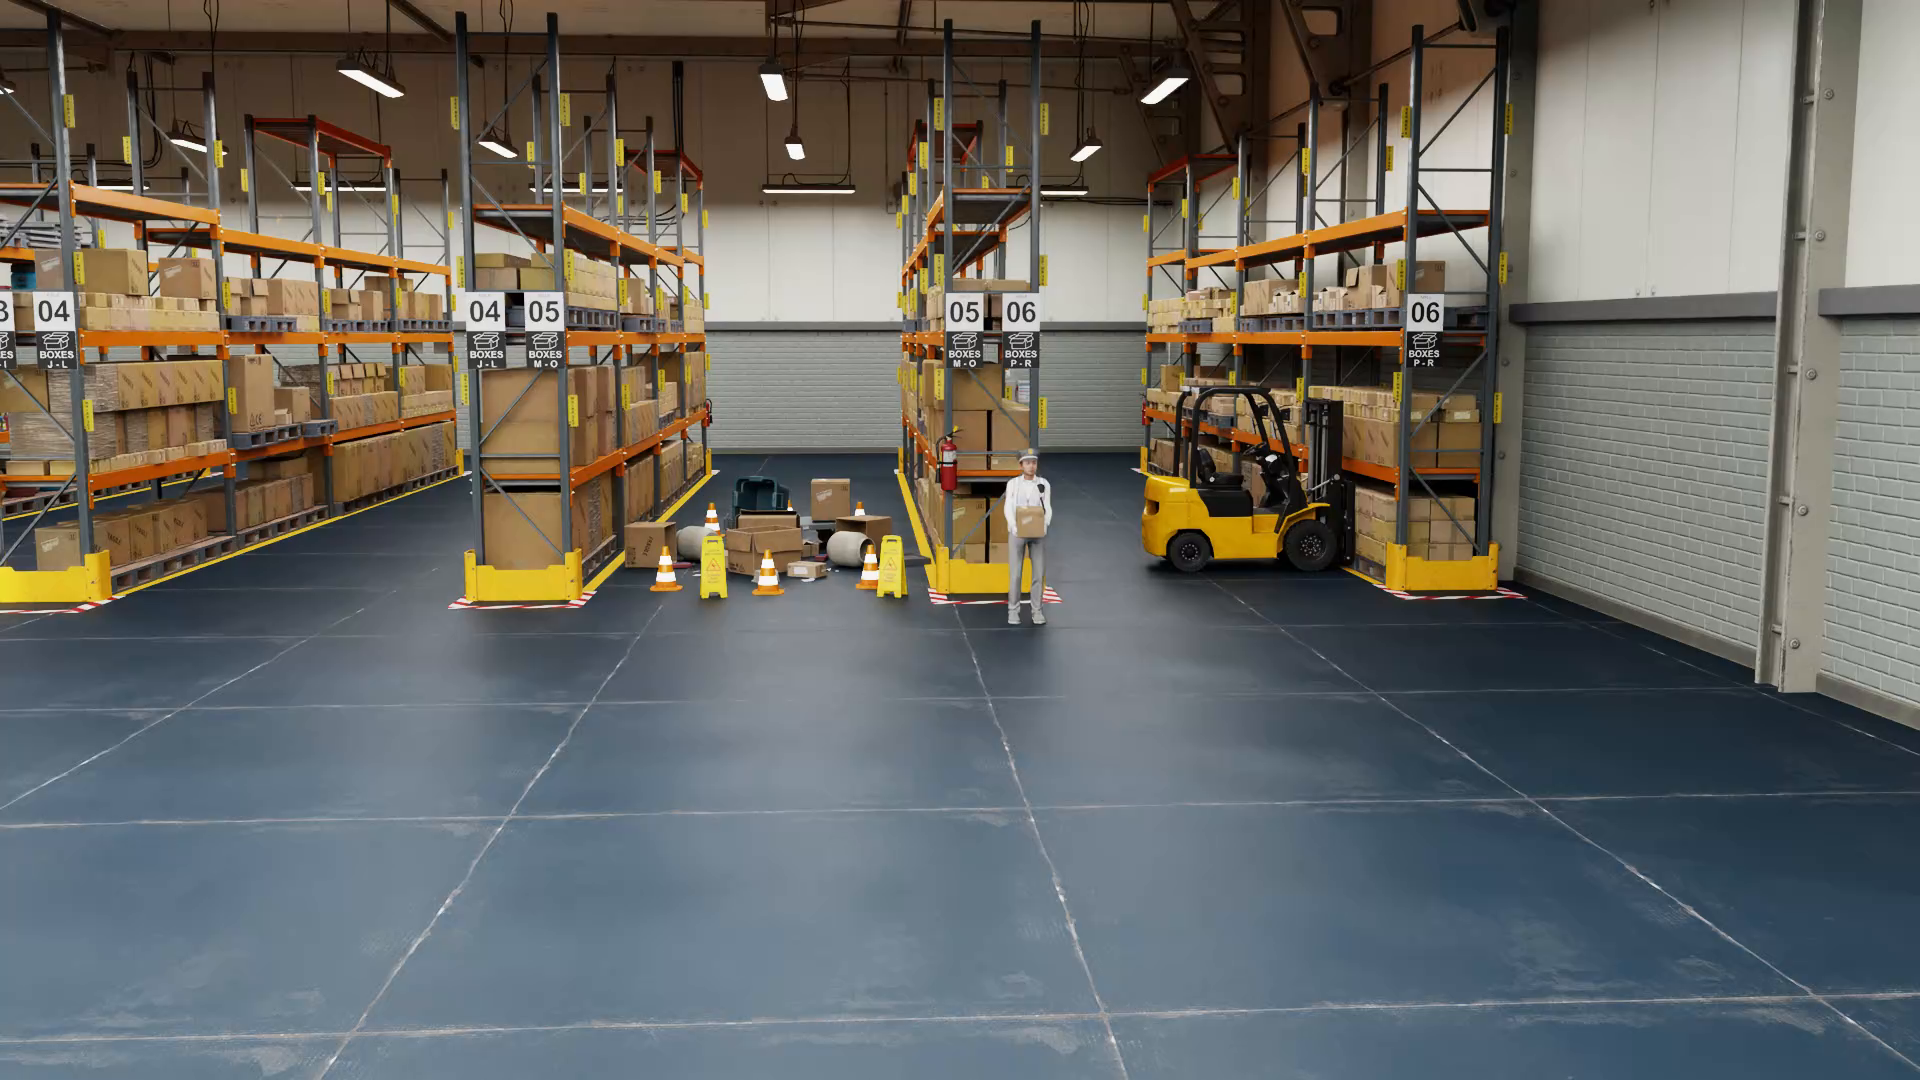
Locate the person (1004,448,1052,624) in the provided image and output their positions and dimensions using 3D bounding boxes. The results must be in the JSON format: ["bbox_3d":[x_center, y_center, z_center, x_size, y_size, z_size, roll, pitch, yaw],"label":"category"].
[{"bbox_3d":[0.654,-0.036,15.937,0.460,1.686,0.564,0,7,-3],"label":"person"}]
